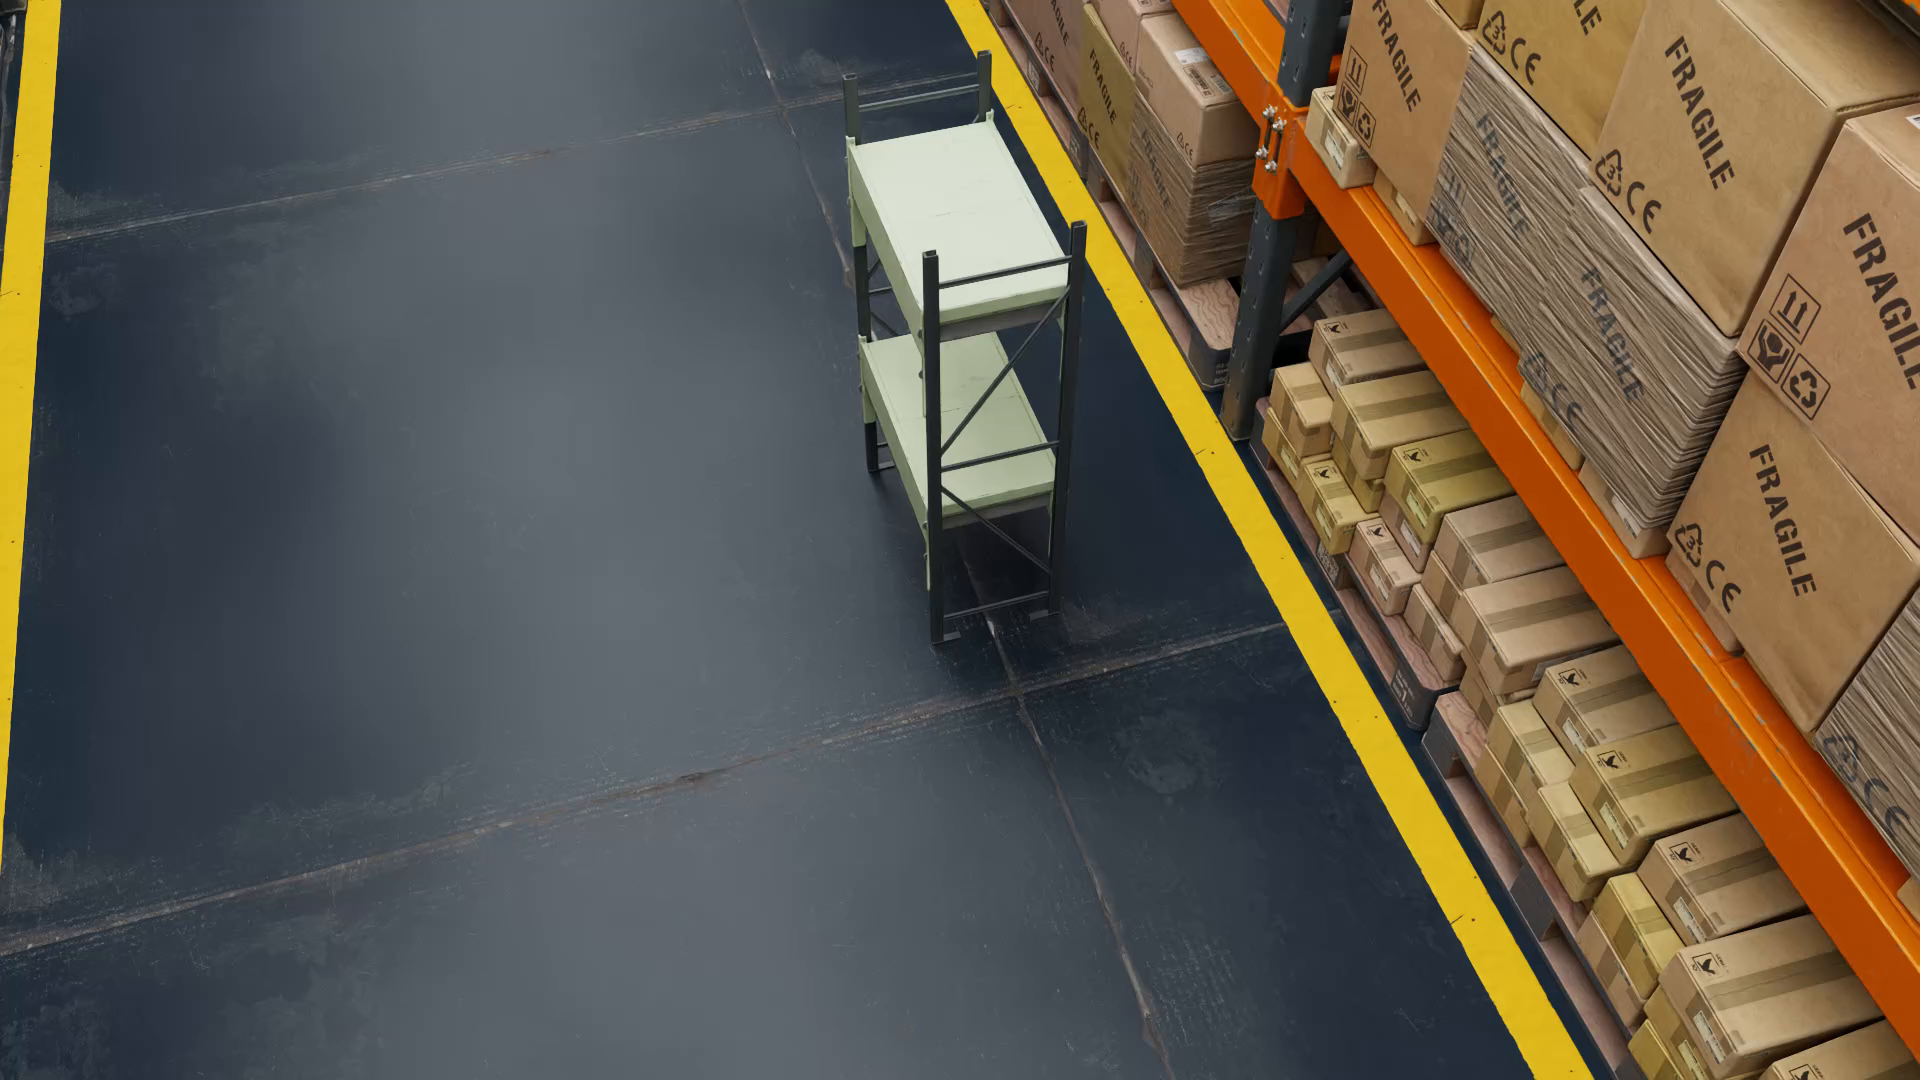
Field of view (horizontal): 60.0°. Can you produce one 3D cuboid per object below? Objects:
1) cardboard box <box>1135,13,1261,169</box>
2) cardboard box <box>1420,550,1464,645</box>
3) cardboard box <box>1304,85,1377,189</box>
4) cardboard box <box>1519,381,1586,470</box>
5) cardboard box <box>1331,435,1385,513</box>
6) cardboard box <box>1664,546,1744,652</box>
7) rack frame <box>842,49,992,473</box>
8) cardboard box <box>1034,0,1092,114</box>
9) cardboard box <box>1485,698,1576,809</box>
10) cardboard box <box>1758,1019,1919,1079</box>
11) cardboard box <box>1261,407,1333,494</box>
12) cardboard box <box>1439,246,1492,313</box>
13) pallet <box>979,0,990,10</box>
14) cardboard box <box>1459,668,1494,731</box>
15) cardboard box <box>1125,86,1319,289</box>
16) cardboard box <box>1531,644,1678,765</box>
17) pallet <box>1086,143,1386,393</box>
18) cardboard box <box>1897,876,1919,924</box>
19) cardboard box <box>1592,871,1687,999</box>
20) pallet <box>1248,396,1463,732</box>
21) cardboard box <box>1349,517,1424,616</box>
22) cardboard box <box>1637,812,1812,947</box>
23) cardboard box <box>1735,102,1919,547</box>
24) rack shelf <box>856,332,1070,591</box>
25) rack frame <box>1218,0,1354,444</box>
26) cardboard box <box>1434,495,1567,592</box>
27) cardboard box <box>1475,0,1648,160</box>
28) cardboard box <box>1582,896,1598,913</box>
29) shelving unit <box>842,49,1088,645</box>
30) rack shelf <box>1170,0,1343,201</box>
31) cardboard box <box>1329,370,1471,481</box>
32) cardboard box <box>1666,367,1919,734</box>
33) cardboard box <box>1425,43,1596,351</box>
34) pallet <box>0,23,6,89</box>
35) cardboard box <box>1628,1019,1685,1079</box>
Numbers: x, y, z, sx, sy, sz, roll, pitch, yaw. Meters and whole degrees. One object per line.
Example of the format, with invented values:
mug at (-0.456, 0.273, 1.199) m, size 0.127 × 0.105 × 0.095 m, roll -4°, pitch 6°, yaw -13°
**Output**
cardboard box at (0.904, -1.502, 5.424) m, size 0.500 × 0.250 × 0.500 m, roll -15°, pitch 51°, yaw -12°
cardboard box at (1.511, 0.113, 4.588) m, size 0.380 × 0.149 × 0.250 m, roll -16°, pitch 52°, yaw -13°
cardboard box at (1.137, -1.082, 4.364) m, size 0.380 × 0.149 × 0.250 m, roll -12°, pitch 51°, yaw -10°
cardboard box at (1.500, -0.328, 3.729) m, size 0.380 × 0.149 × 0.250 m, roll -12°, pitch 51°, yaw -10°
cardboard box at (1.328, -0.254, 4.898) m, size 0.380 × 0.149 × 0.250 m, roll -13°, pitch 51°, yaw -11°
cardboard box at (1.696, 0.054, 3.407) m, size 0.380 × 0.149 × 0.250 m, roll -12°, pitch 51°, yaw -10°
rack frame at (-0.110, -0.756, 4.906) m, size 0.400 × 1.500 × 0.023 m, roll -13°, pitch 51°, yaw -11°
cardboard box at (0.607, -2.007, 6.341) m, size 0.500 × 0.500 × 0.500 m, roll -14°, pitch 51°, yaw -12°
cardboard box at (1.584, 0.518, 4.247) m, size 0.380 × 0.149 × 0.250 m, roll -14°, pitch 51°, yaw -11°
cardboard box at (1.917, 1.180, 3.494) m, size 0.380 × 0.149 × 0.250 m, roll -15°, pitch 52°, yaw -12°
cardboard box at (1.167, -0.322, 5.149) m, size 0.380 × 0.149 × 0.250 m, roll -15°, pitch 52°, yaw -13°
cardboard box at (1.413, -0.727, 4.065) m, size 0.380 × 0.149 × 0.250 m, roll -15°, pitch 52°, yaw -13°
pallet at (0.413, -2.895, 7.553) m, size 1.003 × 0.211 × 1.213 m, roll -13°, pitch 51°, yaw -11°
cardboard box at (1.604, 0.405, 4.536) m, size 0.380 × 0.149 × 0.250 m, roll -15°, pitch 52°, yaw -13°
cardboard box at (0.906, -1.257, 5.708) m, size 0.500 × 0.500 × 0.500 m, roll -14°, pitch 51°, yaw -12°
cardboard box at (1.672, 0.405, 4.148) m, size 0.380 × 0.149 × 0.250 m, roll -15°, pitch 52°, yaw -12°
pallet at (1.134, -1.113, 6.050) m, size 1.003 × 0.211 × 1.213 m, roll -13°, pitch 51°, yaw -11°
cardboard box at (1.908, 0.634, 2.918) m, size 0.380 × 0.149 × 0.250 m, roll -15°, pitch 52°, yaw -13°
cardboard box at (1.741, 0.899, 3.926) m, size 0.380 × 0.149 × 0.250 m, roll -11°, pitch 51°, yaw -9°
pallet at (1.598, -0.062, 5.165) m, size 1.003 × 0.211 × 1.213 m, roll -13°, pitch 51°, yaw -11°
cardboard box at (1.368, 0.043, 4.842) m, size 0.380 × 0.149 × 0.250 m, roll -14°, pitch 51°, yaw -11°
cardboard box at (1.812, 0.779, 3.833) m, size 0.380 × 0.149 × 0.250 m, roll -15°, pitch 51°, yaw -12°
cardboard box at (1.704, -0.384, 2.698) m, size 0.500 × 0.500 × 0.500 m, roll -15°, pitch 51°, yaw -12°
rack shelf at (-0.002, -0.278, 4.930) m, size 0.431 × 0.370 × 0.720 m, roll -13°, pitch 51°, yaw -11°
rack frame at (1.366, -1.444, 4.505) m, size 1.000 × 3.000 × 0.127 m, roll -13°, pitch 51°, yaw -11°
cardboard box at (1.515, 0.020, 4.472) m, size 0.380 × 0.149 × 0.250 m, roll -15°, pitch 51°, yaw -12°
cardboard box at (1.434, -1.134, 3.330) m, size 0.500 × 0.500 × 0.500 m, roll -15°, pitch 51°, yaw -12°
cardboard box at (1.740, 0.791, 4.211) m, size 0.380 × 0.149 × 0.250 m, roll -12°, pitch 51°, yaw -10°
shelving unit at (-0.002, -0.488, 4.681) m, size 0.431 × 1.500 × 0.755 m, roll -13°, pitch 51°, yaw -11°
rack shelf at (0.774, -2.673, 6.012) m, size 1.077 × 0.370 × 4.000 m, roll -13°, pitch 51°, yaw -11°
cardboard box at (1.295, -0.339, 4.775) m, size 0.380 × 0.149 × 0.250 m, roll -11°, pitch 51°, yaw -9°
cardboard box at (1.726, -0.032, 3.055) m, size 0.500 × 0.500 × 0.500 m, roll -11°, pitch 51°, yaw -9°
cardboard box at (1.425, -0.793, 3.697) m, size 0.500 × 0.500 × 0.500 m, roll -13°, pitch 51°, yaw -11°
pallet at (-4.355, -1.681, 6.529) m, size 1.003 × 0.211 × 1.213 m, roll -13°, pitch 51°, yaw -11°
cardboard box at (1.804, 1.197, 3.869) m, size 0.380 × 0.149 × 0.250 m, roll -15°, pitch 52°, yaw -13°
